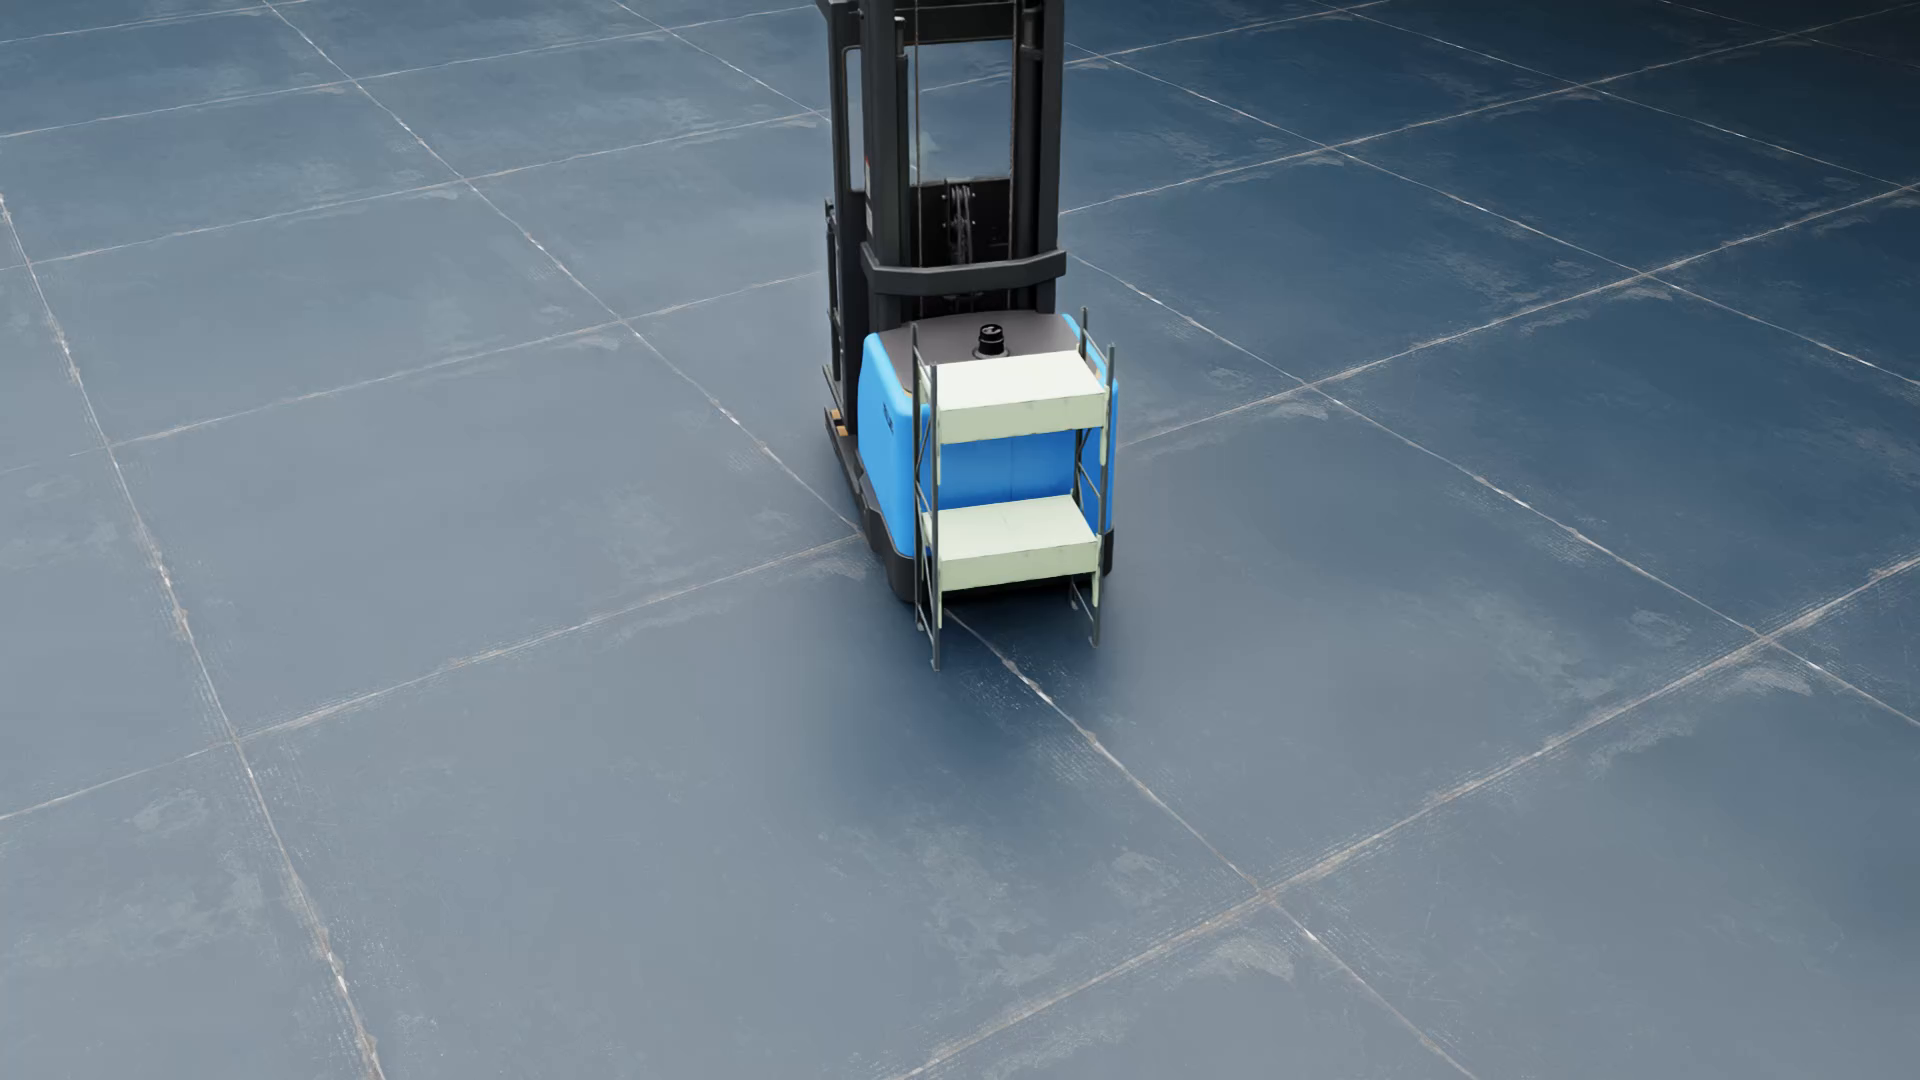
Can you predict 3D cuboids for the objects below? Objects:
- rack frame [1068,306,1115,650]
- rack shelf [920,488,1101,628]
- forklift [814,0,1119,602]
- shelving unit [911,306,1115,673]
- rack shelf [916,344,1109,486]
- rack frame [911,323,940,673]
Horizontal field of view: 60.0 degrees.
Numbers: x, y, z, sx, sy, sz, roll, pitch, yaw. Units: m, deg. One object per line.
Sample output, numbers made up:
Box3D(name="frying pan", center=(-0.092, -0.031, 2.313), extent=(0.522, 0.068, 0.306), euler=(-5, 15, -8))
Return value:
Box3D(name="rack frame", center=(0.565, -0.246, 7.233), extent=(0.023, 1.500, 0.400), euler=(-7, 33, -11))
Box3D(name="rack shelf", center=(0.209, 0.076, 7.335), extent=(0.720, 0.370, 0.431), euler=(-7, 33, -11))
Box3D(name="forklift", center=(-0.118, -1.730, 8.245), extent=(1.130, 2.935, 3.031), euler=(-7, 33, -11))
Box3D(name="shelving unit", center=(0.210, -0.200, 7.161), extent=(0.755, 1.500, 0.431), euler=(-7, 33, -11))
Box3D(name="rack shelf", center=(0.210, -0.530, 6.953), extent=(0.720, 0.370, 0.431), euler=(-7, 33, -11))
Box3D(name="rack frame", center=(-0.146, -0.155, 7.089), extent=(0.023, 1.500, 0.400), euler=(-7, 33, -11))
